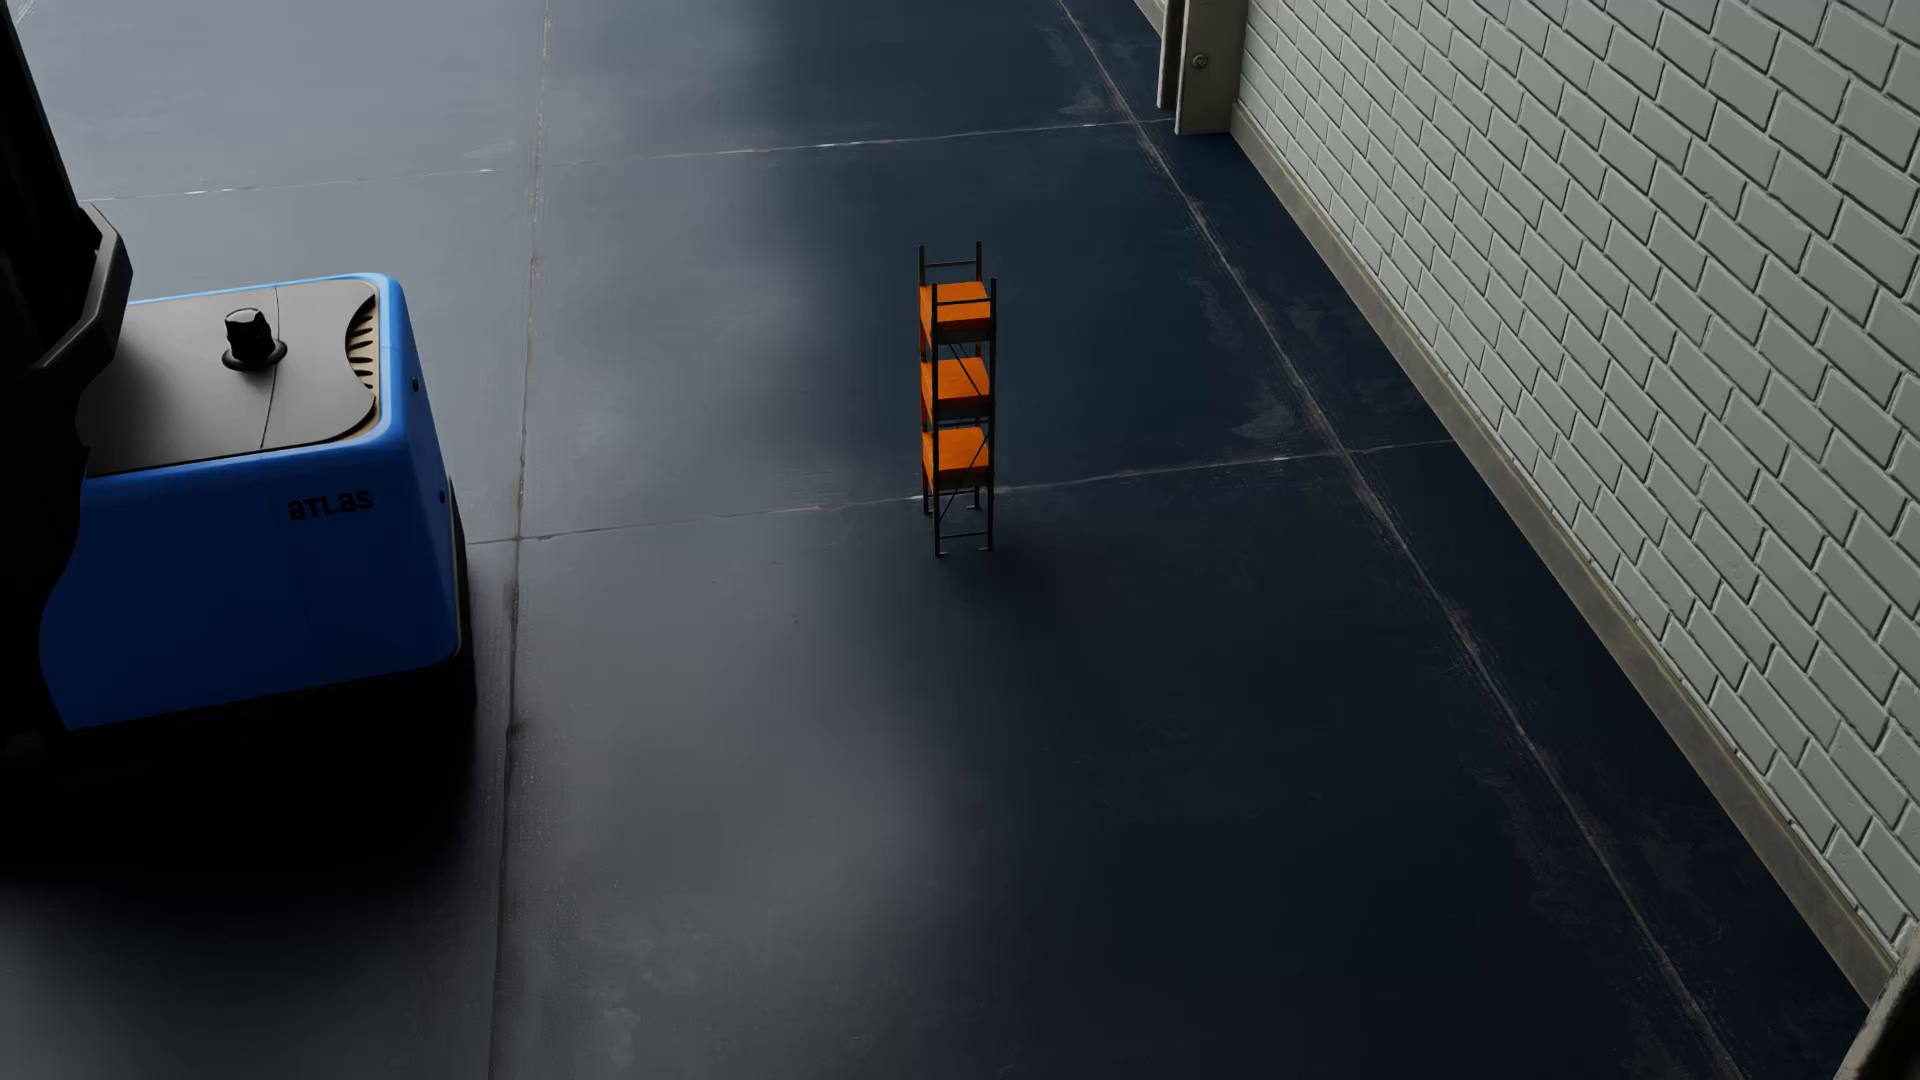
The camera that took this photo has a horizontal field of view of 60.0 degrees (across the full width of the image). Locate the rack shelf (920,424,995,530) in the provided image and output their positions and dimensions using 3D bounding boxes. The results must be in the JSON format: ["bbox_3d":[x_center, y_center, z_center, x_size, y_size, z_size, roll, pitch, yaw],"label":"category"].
[{"bbox_3d":[-0.009,-0.219,5.647,0.215,0.259,0.240,-6,38,-8],"label":"rack shelf"}]

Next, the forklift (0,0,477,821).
[{"bbox_3d":[-3.028,-0.612,4.149,3.031,2.935,1.130,-10,39,-12],"label":"forklift"}]

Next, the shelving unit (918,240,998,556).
[{"bbox_3d":[-0.009,-0.447,5.470,0.215,1.050,0.252,-6,38,-8],"label":"shelving unit"}]

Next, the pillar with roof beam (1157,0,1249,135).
[{"bbox_3d":[-3.026,-5.264,5.191,9.100,9.000,0.400,-6,38,-8],"label":"pillar with roof beam"}]

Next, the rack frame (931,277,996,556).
[{"bbox_3d":[0.012,-0.373,5.375,0.200,1.050,0.008,-6,38,-8],"label":"rack frame"}]

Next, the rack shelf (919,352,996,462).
[{"bbox_3d":[-0.009,-0.439,5.476,0.215,0.259,0.240,-6,38,-8],"label":"rack shelf"}]

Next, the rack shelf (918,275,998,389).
[{"bbox_3d":[-0.009,-0.663,5.302,0.215,0.259,0.240,-6,38,-8],"label":"rack shelf"}]

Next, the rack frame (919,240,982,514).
[{"bbox_3d":[-0.031,-0.521,5.564,0.200,1.050,0.008,-6,38,-8],"label":"rack frame"}]
